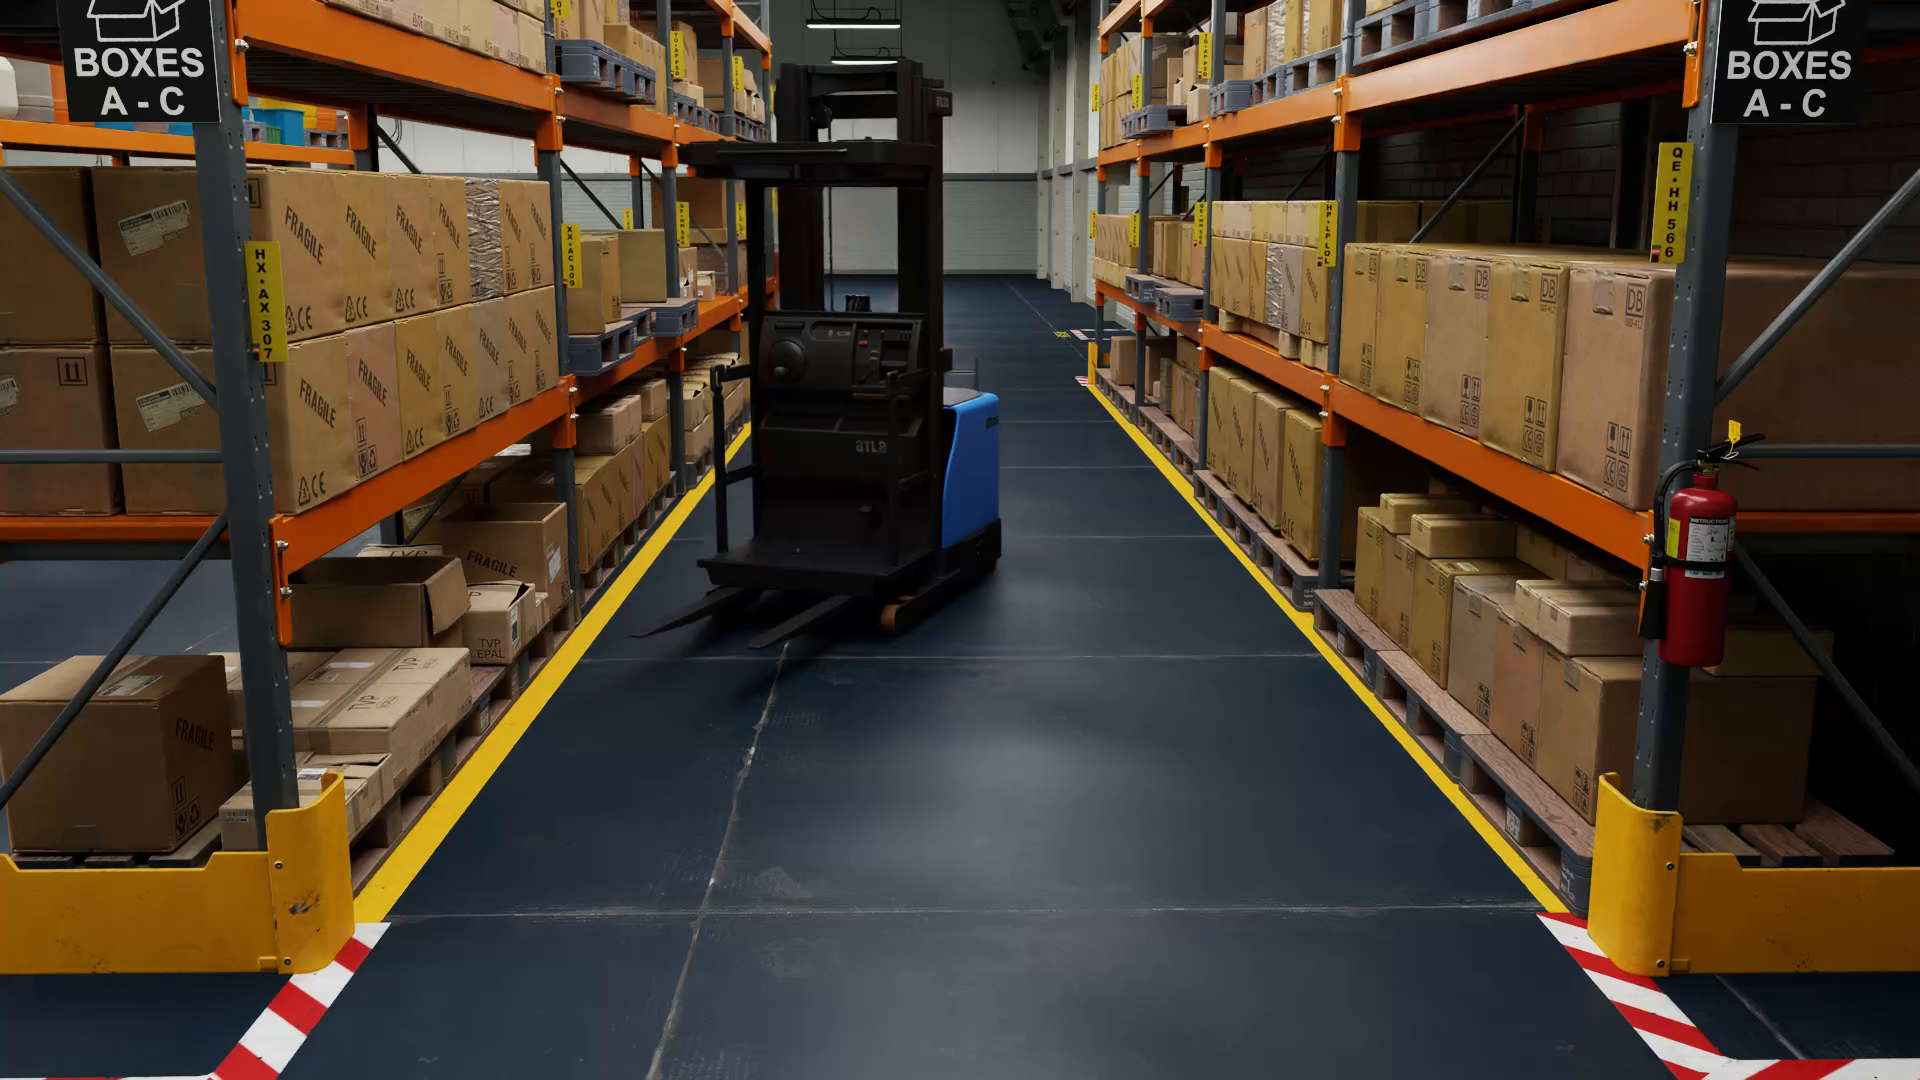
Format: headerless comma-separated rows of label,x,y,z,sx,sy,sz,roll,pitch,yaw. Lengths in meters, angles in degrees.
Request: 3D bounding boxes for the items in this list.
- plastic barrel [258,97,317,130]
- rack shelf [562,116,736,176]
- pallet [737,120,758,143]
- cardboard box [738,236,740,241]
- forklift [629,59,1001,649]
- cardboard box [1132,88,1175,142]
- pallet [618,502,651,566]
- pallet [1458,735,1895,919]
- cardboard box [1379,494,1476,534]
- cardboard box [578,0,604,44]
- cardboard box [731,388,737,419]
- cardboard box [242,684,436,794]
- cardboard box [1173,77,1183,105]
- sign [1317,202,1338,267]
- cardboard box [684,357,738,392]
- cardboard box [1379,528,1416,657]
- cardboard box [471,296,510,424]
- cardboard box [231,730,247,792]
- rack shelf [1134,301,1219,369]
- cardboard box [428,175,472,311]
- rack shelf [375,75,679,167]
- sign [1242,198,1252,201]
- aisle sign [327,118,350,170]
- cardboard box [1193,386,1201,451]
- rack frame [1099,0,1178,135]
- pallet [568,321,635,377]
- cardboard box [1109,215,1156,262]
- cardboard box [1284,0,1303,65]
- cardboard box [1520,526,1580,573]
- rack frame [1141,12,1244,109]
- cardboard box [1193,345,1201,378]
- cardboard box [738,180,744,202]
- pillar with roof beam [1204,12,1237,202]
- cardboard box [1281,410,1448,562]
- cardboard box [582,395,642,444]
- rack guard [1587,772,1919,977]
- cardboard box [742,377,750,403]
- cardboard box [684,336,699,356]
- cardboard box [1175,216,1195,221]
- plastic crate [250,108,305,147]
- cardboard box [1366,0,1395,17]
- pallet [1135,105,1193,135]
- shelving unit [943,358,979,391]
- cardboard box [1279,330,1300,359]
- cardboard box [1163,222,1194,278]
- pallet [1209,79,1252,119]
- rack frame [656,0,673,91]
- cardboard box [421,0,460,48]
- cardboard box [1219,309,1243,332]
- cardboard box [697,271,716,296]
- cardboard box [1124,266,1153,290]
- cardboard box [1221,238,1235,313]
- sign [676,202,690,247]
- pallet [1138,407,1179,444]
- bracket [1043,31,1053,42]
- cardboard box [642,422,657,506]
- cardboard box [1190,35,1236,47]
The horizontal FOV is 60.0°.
plastic barrel,-7.574,-4.927,18.728,0.600,0.588,0.600,0,11,0
rack shelf,-2.648,-3.330,14.192,1.077,0.370,4.000,0,11,-1
pallet,-2.755,-4.448,18.117,1.003,0.211,1.213,0,11,-1
cardboard box,-2.524,-3.234,17.572,0.380,0.149,0.250,-1,11,-3
forklift,-0.721,-1.034,8.786,1.130,2.935,3.031,4,12,19
cardboard box,2.005,-4.260,16.665,0.500,0.500,0.500,0,11,0
pallet,-2.607,-0.057,10.812,1.003,0.211,1.213,0,11,-1
pallet,2.416,0.963,5.784,1.003,0.211,1.213,0,11,-1
cardboard box,2.166,-0.121,7.712,0.380,0.149,0.250,0,11,1
cardboard box,-2.491,-3.159,9.982,0.600,0.600,0.600,-1,11,-3
cardboard box,-2.383,-1.286,15.714,0.500,0.250,0.500,0,11,-2
cardboard box,-2.180,0.699,5.879,0.500,0.250,0.500,0,11,-1
cardboard box,2.207,-4.032,15.011,0.500,0.311,0.500,0,11,1
sign,1.886,-1.565,8.516,0.100,0.325,0.005,0,11,-1
cardboard box,-2.378,-1.560,15.654,0.500,0.311,0.500,0,11,0
cardboard box,2.348,0.228,7.624,0.700,0.500,0.500,0,11,-2
cardboard box,-2.233,-0.766,7.037,0.500,0.500,0.500,0,11,0
cardboard box,-2.618,0.761,5.785,0.380,0.166,0.250,0,11,-1
rack shelf,2.304,-1.881,14.594,1.077,0.370,4.000,0,11,-1
cardboard box,-2.222,-1.157,6.451,0.500,0.500,0.500,0,11,-2
rack shelf,-2.566,-2.535,10.273,1.077,0.370,4.000,0,11,-1
sign,2.818,-3.201,16.382,0.100,0.325,0.005,0,11,-1
aisle sign,-7.429,-4.675,20.019,0.394,0.787,0.004,0,11,-1
cardboard box,2.279,-0.969,13.472,0.700,0.500,0.500,0,11,0
rack frame,2.180,-6.366,19.805,1.000,3.000,0.127,0,11,-1
pallet,-2.432,-1.085,9.344,1.003,0.211,1.213,0,11,-1
cardboard box,1.917,-3.330,18.370,0.500,0.500,0.500,0,11,1
cardboard box,2.475,-3.259,10.677,0.700,0.500,0.500,0,11,2
cardboard box,2.566,0.039,6.923,0.380,0.149,0.250,0,11,-2
rack frame,2.263,-5.571,15.886,1.000,3.000,0.127,0,11,-1
cardboard box,2.314,-1.552,14.461,0.500,0.250,0.500,0,11,-1
cardboard box,-2.736,-3.682,18.149,0.700,0.500,0.500,0,11,-1
pillar with roof beam,-1.245,-6.213,19.050,9.100,9.000,0.400,0,11,-1
cardboard box,2.285,-0.322,9.450,0.750,0.750,0.750,0,11,0
cardboard box,-2.322,-0.773,10.620,0.500,0.250,0.500,0,11,-2
rack guard,2.511,0.984,4.950,1.175,0.500,0.348,0,11,-1
cardboard box,-2.396,-1.561,17.071,0.500,0.250,0.500,0,11,-1
cardboard box,-2.916,-2.026,17.476,0.500,0.500,0.500,0,11,-1
cardboard box,2.462,-3.029,16.886,0.500,0.500,0.500,-1,11,-2
plastic crate,-7.384,-4.470,18.042,0.392,0.384,0.575,0,11,-1
cardboard box,2.179,-2.553,7.626,0.500,0.250,0.500,0,11,-1
pallet,2.194,-3.680,14.580,1.213,0.211,1.003,0,11,-1
shelving unit,0.000,-0.591,10.954,0.258,1.200,0.189,0,11,-1
cardboard box,2.085,-1.147,9.752,0.380,0.149,0.250,0,11,-1
cardboard box,2.244,-2.683,15.382,0.700,0.500,0.500,1,12,5
pallet,2.412,-3.085,11.654,1.213,0.211,1.003,0,11,1
rack frame,-2.607,-4.755,11.863,1.000,3.000,0.127,0,11,-1
cardboard box,-2.224,-2.022,6.316,0.500,0.250,0.500,0,11,-1
cardboard box,2.038,-1.553,11.750,0.380,0.149,0.250,0,11,1
cardboard box,-2.636,-2.439,15.912,0.500,0.250,0.500,0,11,2
cardboard box,1.950,-2.660,16.953,0.500,0.250,0.500,0,11,-1
cardboard box,2.101,-1.839,11.527,0.500,0.500,0.500,0,11,1
sign,-2.065,-2.347,12.372,0.100,0.325,0.005,0,11,-1
pallet,2.280,-1.109,15.997,1.003,0.211,1.213,0,11,-1
bracket,2.217,-12.681,41.881,0.235,0.232,0.430,0,11,-1
cardboard box,-2.343,-0.517,11.245,0.500,0.500,0.500,-1,11,-3
cardboard box,2.538,-4.748,16.559,0.500,0.500,0.500,0,11,0
